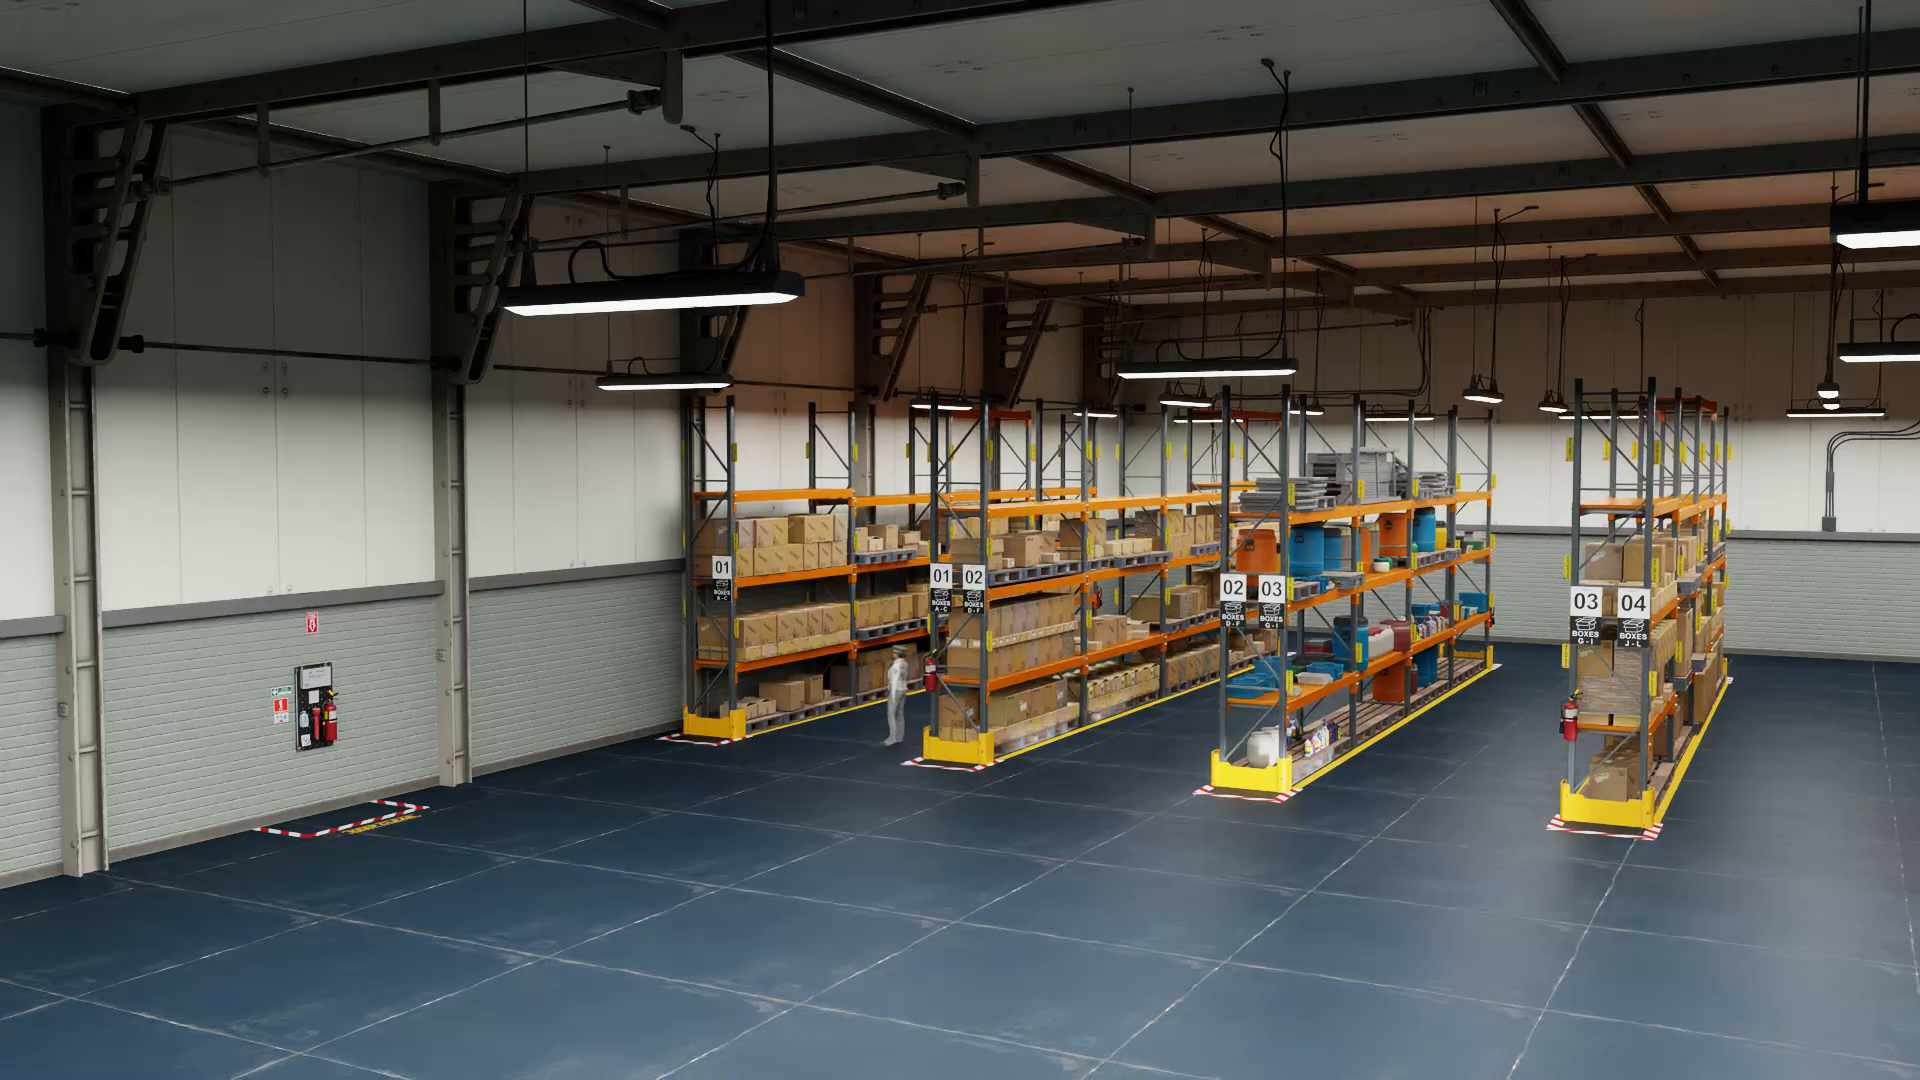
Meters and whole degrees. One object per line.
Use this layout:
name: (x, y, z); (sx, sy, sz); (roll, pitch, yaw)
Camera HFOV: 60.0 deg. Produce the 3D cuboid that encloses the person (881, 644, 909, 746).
person: (-1.095, 2.667, 28.619); (0.342, 1.719, 0.577); (1, 3, 24)
